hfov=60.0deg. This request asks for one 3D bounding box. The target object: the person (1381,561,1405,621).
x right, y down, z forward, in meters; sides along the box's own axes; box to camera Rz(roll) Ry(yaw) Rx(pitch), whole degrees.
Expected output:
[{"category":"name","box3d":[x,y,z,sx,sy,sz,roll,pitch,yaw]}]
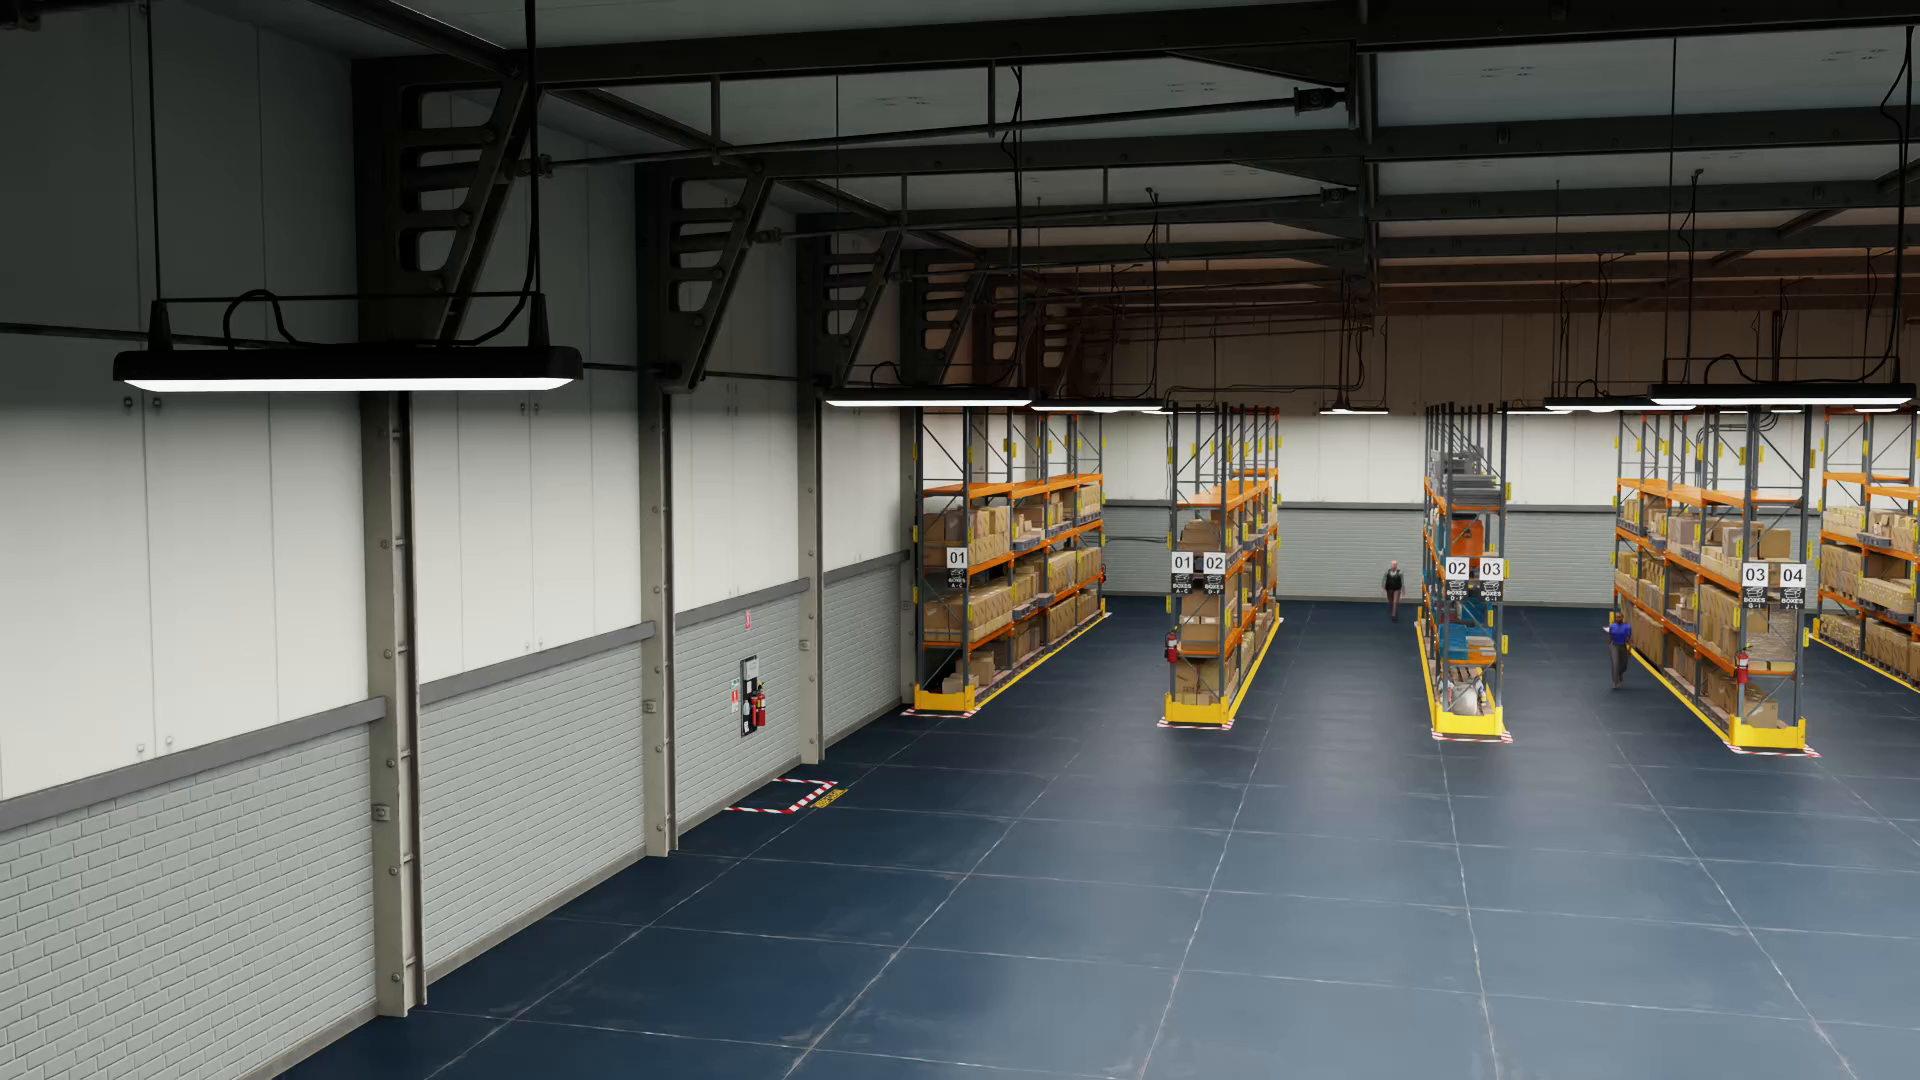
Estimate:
[{"category":"person","box3d":[12.160,1.416,46.786,0.577,1.658,1.047,3,5,33]}]

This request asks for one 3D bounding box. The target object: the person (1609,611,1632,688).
[{"category":"person","box3d":[13.991,2.303,35.283,0.442,1.598,0.863,1,4,12]}]
